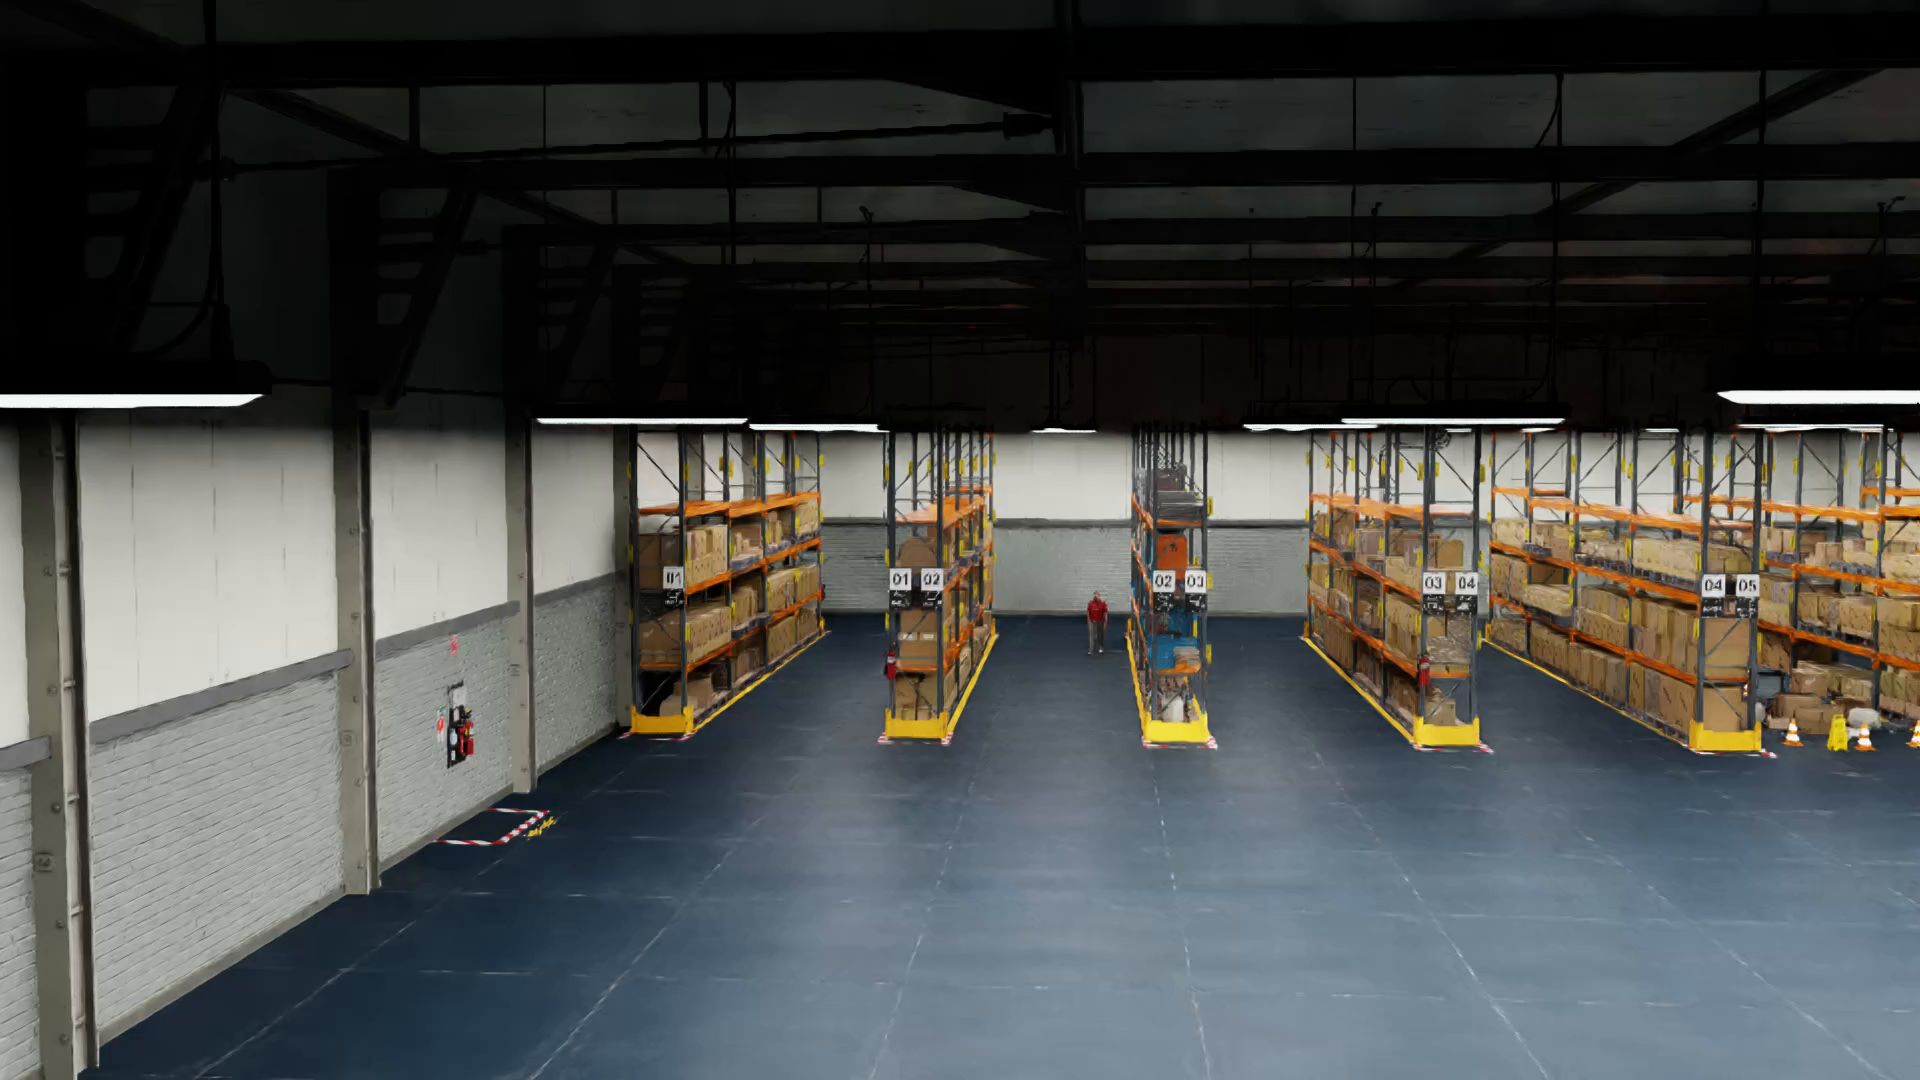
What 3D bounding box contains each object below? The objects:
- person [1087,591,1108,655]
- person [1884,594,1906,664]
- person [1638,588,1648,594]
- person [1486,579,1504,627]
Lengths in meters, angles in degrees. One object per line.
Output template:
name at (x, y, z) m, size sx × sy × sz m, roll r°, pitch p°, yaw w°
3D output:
person at (3.567, 2.142, 43.224) m, size 0.544 × 1.641 × 1.118 m, roll 1°, pitch 4°, yaw 9°
person at (23.193, 2.224, 41.004) m, size 0.649 × 1.772 × 0.698 m, roll 1°, pitch 4°, yaw 21°
person at (18.190, 2.092, 44.333) m, size 0.564 × 1.634 × 0.663 m, roll 1°, pitch 4°, yaw 10°
person at (15.596, 1.842, 48.376) m, size 0.556 × 1.653 × 0.583 m, roll 3°, pitch 5°, yaw 42°
